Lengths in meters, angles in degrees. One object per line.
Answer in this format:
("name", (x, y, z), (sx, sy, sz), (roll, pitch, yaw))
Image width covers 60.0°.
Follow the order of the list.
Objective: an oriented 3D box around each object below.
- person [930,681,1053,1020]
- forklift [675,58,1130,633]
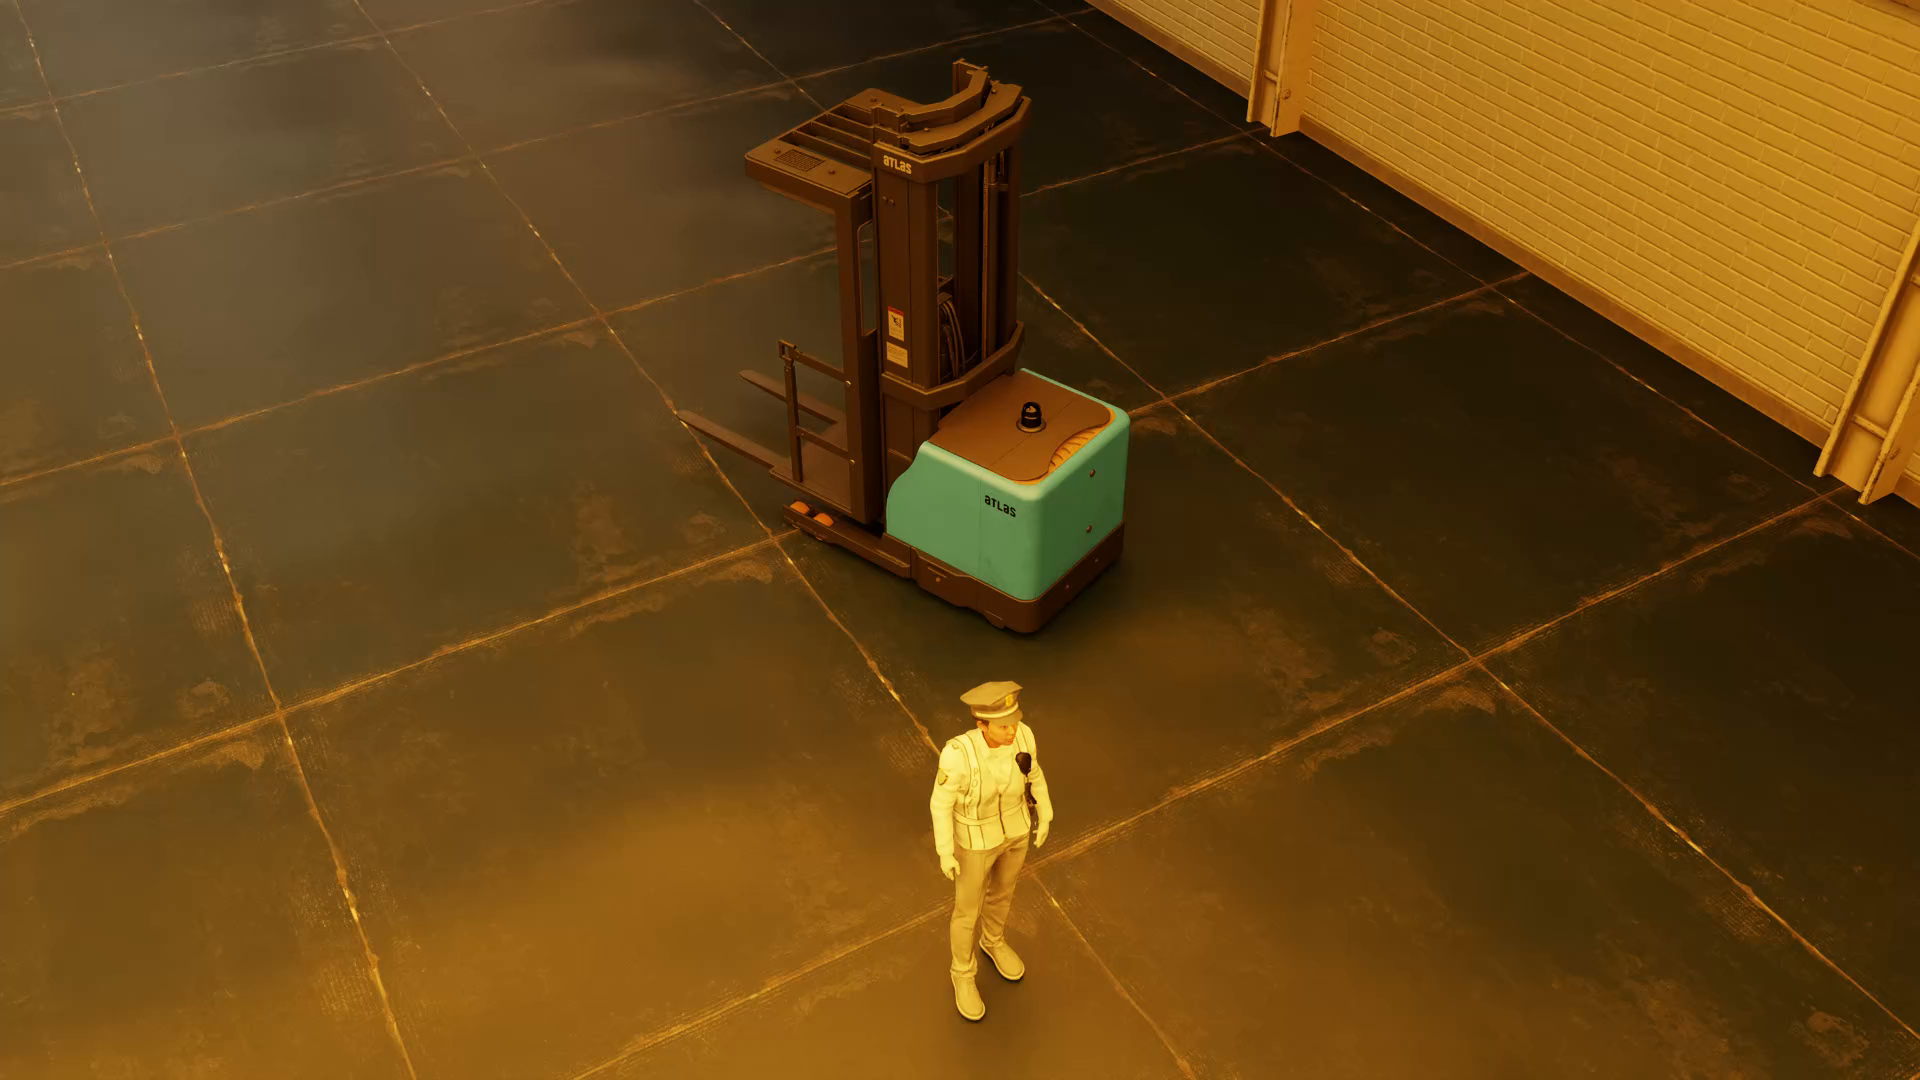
("person", (0.171, 1.342, 7.376), (0.588, 1.697, 0.534), (-19, 43, -21))
("forklift", (-0.481, -1.366, 9.683), (3.031, 2.935, 1.130), (26, 46, 28))
